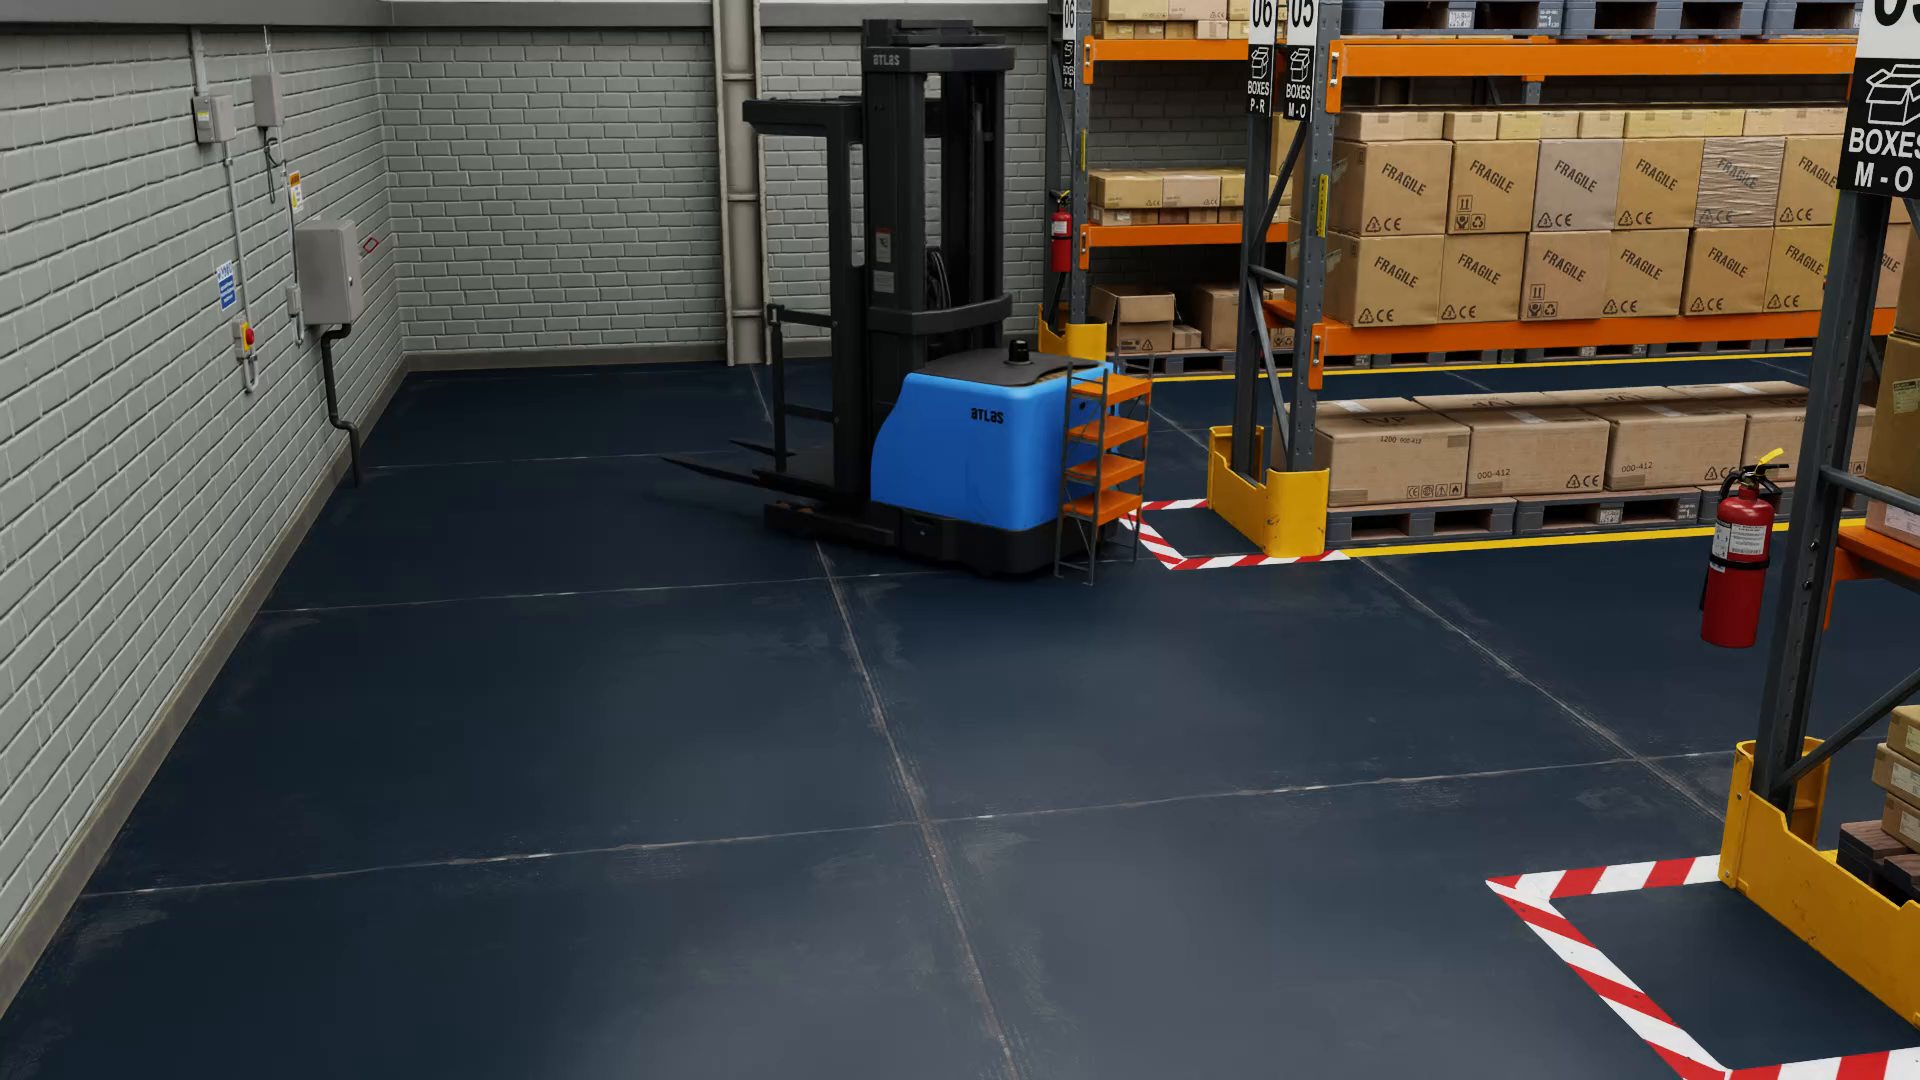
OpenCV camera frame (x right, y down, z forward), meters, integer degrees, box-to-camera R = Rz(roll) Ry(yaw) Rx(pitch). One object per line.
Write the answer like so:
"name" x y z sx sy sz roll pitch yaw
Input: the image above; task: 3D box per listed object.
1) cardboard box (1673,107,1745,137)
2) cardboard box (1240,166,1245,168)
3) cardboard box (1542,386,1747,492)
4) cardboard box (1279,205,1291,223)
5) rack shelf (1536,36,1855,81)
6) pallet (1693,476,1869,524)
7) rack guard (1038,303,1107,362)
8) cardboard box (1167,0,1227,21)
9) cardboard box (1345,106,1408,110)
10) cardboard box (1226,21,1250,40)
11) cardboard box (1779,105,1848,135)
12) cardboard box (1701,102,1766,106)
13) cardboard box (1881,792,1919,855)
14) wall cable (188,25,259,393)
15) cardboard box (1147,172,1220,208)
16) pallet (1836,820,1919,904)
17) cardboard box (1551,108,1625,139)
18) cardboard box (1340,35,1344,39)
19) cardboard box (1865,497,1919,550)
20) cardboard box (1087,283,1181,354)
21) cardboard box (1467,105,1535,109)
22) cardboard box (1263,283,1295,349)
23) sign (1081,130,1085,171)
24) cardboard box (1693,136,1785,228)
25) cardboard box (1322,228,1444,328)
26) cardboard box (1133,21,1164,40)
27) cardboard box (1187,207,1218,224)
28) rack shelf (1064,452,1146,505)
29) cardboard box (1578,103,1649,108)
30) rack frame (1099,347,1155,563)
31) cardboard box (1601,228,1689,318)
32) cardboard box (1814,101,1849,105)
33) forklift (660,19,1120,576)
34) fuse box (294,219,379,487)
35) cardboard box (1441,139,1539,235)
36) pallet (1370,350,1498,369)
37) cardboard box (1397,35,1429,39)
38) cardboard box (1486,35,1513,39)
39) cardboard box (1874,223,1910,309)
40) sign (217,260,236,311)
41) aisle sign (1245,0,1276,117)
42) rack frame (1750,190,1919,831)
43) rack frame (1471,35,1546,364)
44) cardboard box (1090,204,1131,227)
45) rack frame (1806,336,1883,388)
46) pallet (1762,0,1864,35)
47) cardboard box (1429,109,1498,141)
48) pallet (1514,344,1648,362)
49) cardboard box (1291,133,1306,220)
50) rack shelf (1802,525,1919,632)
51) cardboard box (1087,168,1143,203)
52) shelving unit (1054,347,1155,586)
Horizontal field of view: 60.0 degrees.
"cardboard box" 4.267 -2.403 9.548 0.250 0.149 0.380 -4 17 -12
"cardboard box" 2.812 -3.193 14.847 0.500 0.250 0.500 -3 17 -11
"cardboard box" 4.261 -0.651 10.470 0.875 0.438 0.875 -4 17 -12
"cardboard box" 2.807 -2.834 14.357 0.250 0.149 0.380 -3 17 -9
"rack shelf" 6.795 -4.361 15.017 4.000 0.370 1.077 -3 17 -10
"pallet" 5.015 -0.376 10.676 1.213 0.211 1.003 -3 17 -10
"rack guard" 0.978 -1.746 14.645 0.348 0.500 1.175 -3 17 -10
"cardboard box" 1.886 -4.421 13.737 0.500 0.250 0.500 -3 17 -9
"cardboard box" 2.408 -2.441 9.671 0.250 0.149 0.380 -3 17 -9
"cardboard box" 2.288 -4.234 13.806 0.250 0.149 0.380 -3 17 -11
"cardboard box" 5.008 -2.461 9.738 0.250 0.149 0.380 -3 17 -10
"cardboard box" 4.670 -2.580 10.126 0.250 0.149 0.380 -3 17 -11
"cardboard box" 3.364 0.988 5.626 0.250 0.149 0.380 -3 17 -10
"wall cable" -3.683 -1.686 8.408 0.123 1.953 0.585 -3 17 -10
"cardboard box" 1.895 -2.983 14.163 0.500 0.250 0.500 -3 17 -10
"pallet" 3.766 1.209 5.516 1.213 0.211 1.003 -3 17 -10
"cardboard box" 3.527 -2.350 9.375 0.250 0.149 0.380 -3 17 -10
"cardboard box" 3.028 -4.274 13.937 0.250 0.149 0.380 -3 17 -9
"cardboard box" 3.154 -0.064 5.340 0.250 0.149 0.380 -3 17 -10
"cardboard box" 1.522 -1.951 14.591 0.637 0.503 0.797 -4 18 -13
"cardboard box" 3.171 -2.476 9.785 0.250 0.149 0.380 -3 17 -11
"cardboard box" 2.907 -1.986 14.712 0.500 0.500 0.500 -3 17 -9
"sign" 1.007 -3.194 13.628 0.005 0.325 0.100 -3 17 -10
"cardboard box" 4.368 -2.092 9.640 0.500 0.500 0.500 -3 17 -10
"cardboard box" 2.375 -1.498 9.409 0.500 0.500 0.500 -3 17 -11
"cardboard box" 1.513 -4.223 13.772 0.250 0.149 0.380 -3 17 -9
"cardboard box" 2.031 -2.804 14.261 0.250 0.149 0.380 -3 17 -9
"rack shelf" 0.781 -0.341 9.084 0.258 0.148 0.480 15 23 32
"cardboard box" 3.918 -2.542 10.002 0.250 0.149 0.380 -3 17 -10
"rack frame" 0.925 -0.463 9.252 0.240 1.200 0.015 15 23 32
"cardboard box" 3.858 -1.590 9.709 0.500 0.500 0.500 -3 17 -9
"cardboard box" 5.417 -2.622 10.261 0.250 0.149 0.380 -4 17 -11
"forklift" -0.553 -1.533 9.810 3.031 2.935 1.130 13 21 36
"fuse box" -3.938 -1.183 10.749 0.414 1.711 0.539 -3 17 -10
"cardboard box" 2.880 -2.007 9.364 0.500 0.500 0.500 -4 17 -12
"pallet" 4.157 -1.788 15.275 1.213 0.211 1.003 -3 17 -10
"cardboard box" 3.786 -4.330 14.121 0.250 0.149 0.380 -3 17 -11
"cardboard box" 4.534 -4.368 14.243 0.250 0.149 0.380 -3 17 -11
"cardboard box" 5.369 -1.677 9.993 0.500 0.500 0.500 -3 17 -10
"sign" -3.734 -1.297 8.465 0.001 0.218 0.327 -3 17 -10
"aisle sign" 1.719 -2.834 9.502 0.004 0.787 0.394 -3 17 -10
"rack frame" 2.887 -0.085 4.978 0.127 3.000 1.000 -3 17 -10
"rack frame" 4.831 -3.159 14.989 0.127 3.000 1.000 -3 17 -10
"cardboard box" 1.278 -2.756 14.103 0.250 0.149 0.380 -3 17 -11
"rack frame" 5.776 -1.729 10.331 0.127 3.000 1.000 -3 17 -10
"pallet" 4.971 -3.078 9.765 1.213 0.211 1.003 -3 17 -10
"cardboard box" 2.771 -2.298 9.208 0.250 0.149 0.380 -3 17 -9
"pallet" 5.622 -1.883 15.582 1.213 0.211 1.003 -3 17 -10
"cardboard box" 2.277 -2.127 9.755 0.500 0.500 0.500 -3 17 -9
"rack shelf" 4.851 0.148 5.447 4.000 0.370 1.077 -3 17 -10
"cardboard box" 1.305 -3.109 14.575 0.500 0.250 0.500 -3 17 -9
"shelving unit" 0.784 -0.405 9.062 0.258 1.200 0.503 15 23 32
